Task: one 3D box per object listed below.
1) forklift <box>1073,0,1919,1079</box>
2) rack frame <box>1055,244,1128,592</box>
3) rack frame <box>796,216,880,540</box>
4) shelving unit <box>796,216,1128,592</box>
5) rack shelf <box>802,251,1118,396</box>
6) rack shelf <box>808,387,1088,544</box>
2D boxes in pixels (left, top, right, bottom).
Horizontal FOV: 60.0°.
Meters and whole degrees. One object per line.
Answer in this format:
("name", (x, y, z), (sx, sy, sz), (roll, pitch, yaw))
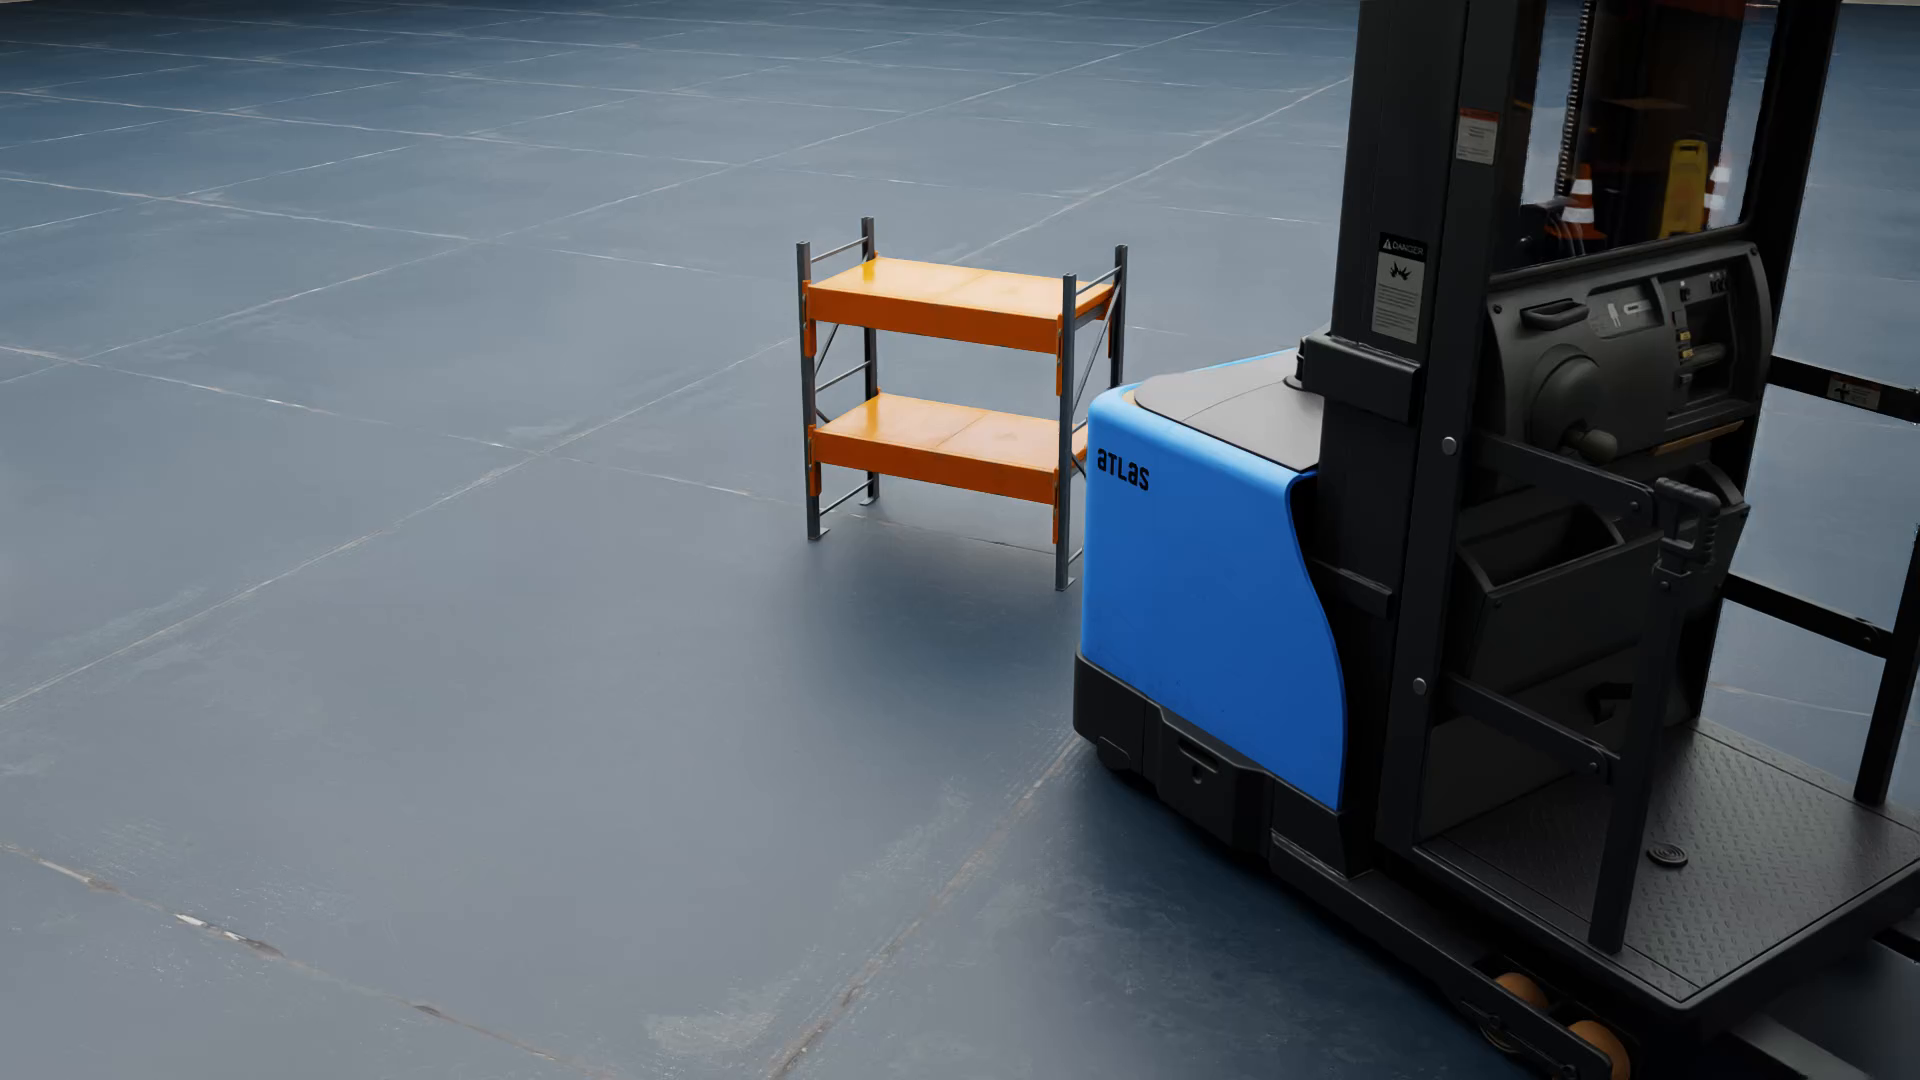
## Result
("forklift", (1.570, -0.384, 3.408), (1.130, 2.935, 3.031), (-15, 27, -31))
("rack frame", (0.460, -0.427, 5.816), (0.032, 1.125, 0.500), (11, 25, 25))
("rack frame", (-0.448, -0.606, 6.238), (0.032, 1.125, 0.500), (11, 25, 25))
("shelving unit", (0.006, -0.516, 6.027), (1.048, 1.125, 0.538), (11, 25, 25))
("rack shelf", (0.006, -0.786, 5.913), (1.000, 0.278, 0.538), (11, 25, 25))
("rack shelf", (0.006, -0.291, 6.123), (1.000, 0.278, 0.538), (11, 25, 25))
